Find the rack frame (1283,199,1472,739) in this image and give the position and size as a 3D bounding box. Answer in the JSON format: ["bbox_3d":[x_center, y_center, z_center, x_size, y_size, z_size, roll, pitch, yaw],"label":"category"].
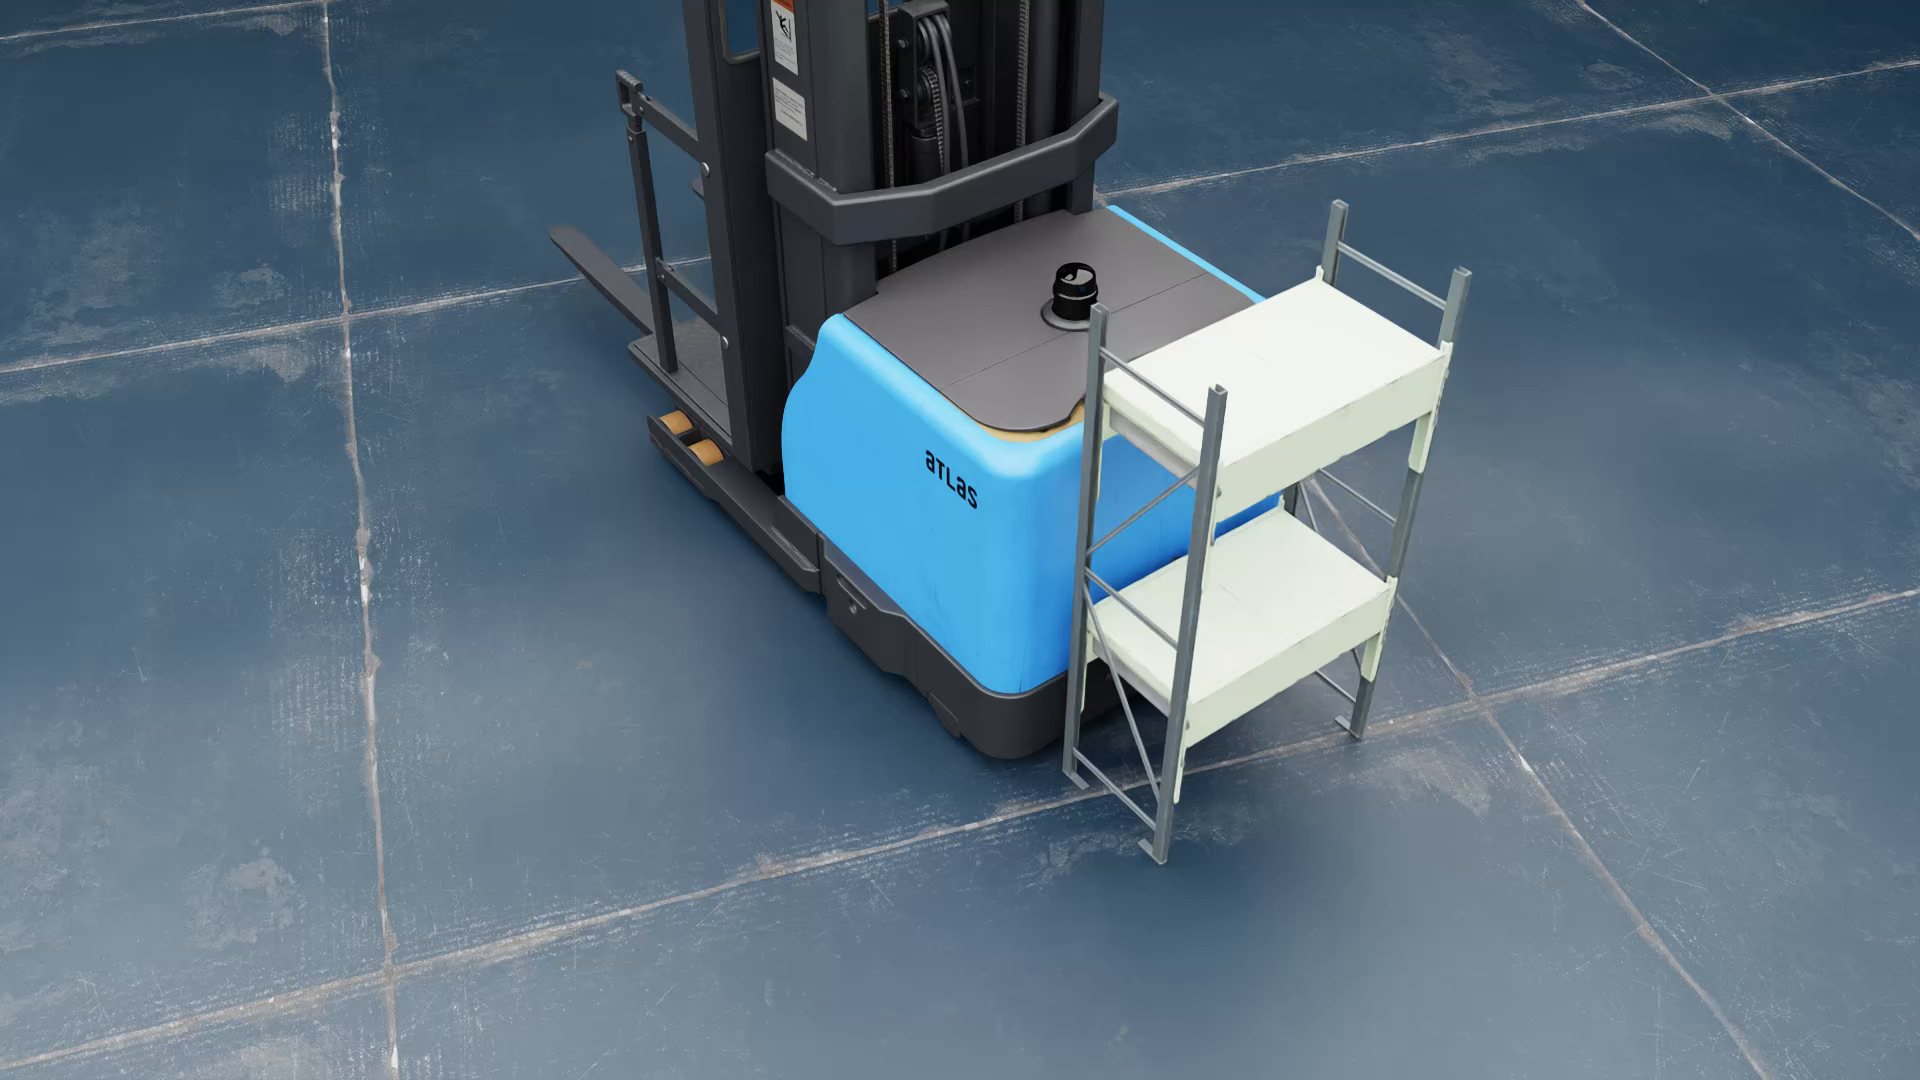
[{"bbox_3d":[0.994,-0.121,4.248,0.023,1.500,0.400,-26,47,-27],"label":"rack frame"}]

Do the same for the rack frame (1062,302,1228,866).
[{"bbox_3d":[0.406,0.166,3.919,0.023,1.500,0.400,-26,47,-27],"label":"rack frame"}]

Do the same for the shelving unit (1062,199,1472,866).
[{"bbox_3d":[0.700,0.023,4.084,0.755,1.500,0.431,-26,47,-27],"label":"shelving unit"}]

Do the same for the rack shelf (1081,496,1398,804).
[{"bbox_3d":[0.700,0.268,4.298,0.720,0.370,0.431,-26,47,-27],"label":"rack shelf"}]

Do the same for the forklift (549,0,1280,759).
[{"bbox_3d":[-0.376,-1.437,4.667,1.130,2.935,3.031,-26,47,-27],"label":"forklift"}]

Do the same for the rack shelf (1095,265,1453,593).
[{"bbox_3d":[0.700,-0.271,3.827,0.720,0.370,0.431,-26,47,-27],"label":"rack shelf"}]
